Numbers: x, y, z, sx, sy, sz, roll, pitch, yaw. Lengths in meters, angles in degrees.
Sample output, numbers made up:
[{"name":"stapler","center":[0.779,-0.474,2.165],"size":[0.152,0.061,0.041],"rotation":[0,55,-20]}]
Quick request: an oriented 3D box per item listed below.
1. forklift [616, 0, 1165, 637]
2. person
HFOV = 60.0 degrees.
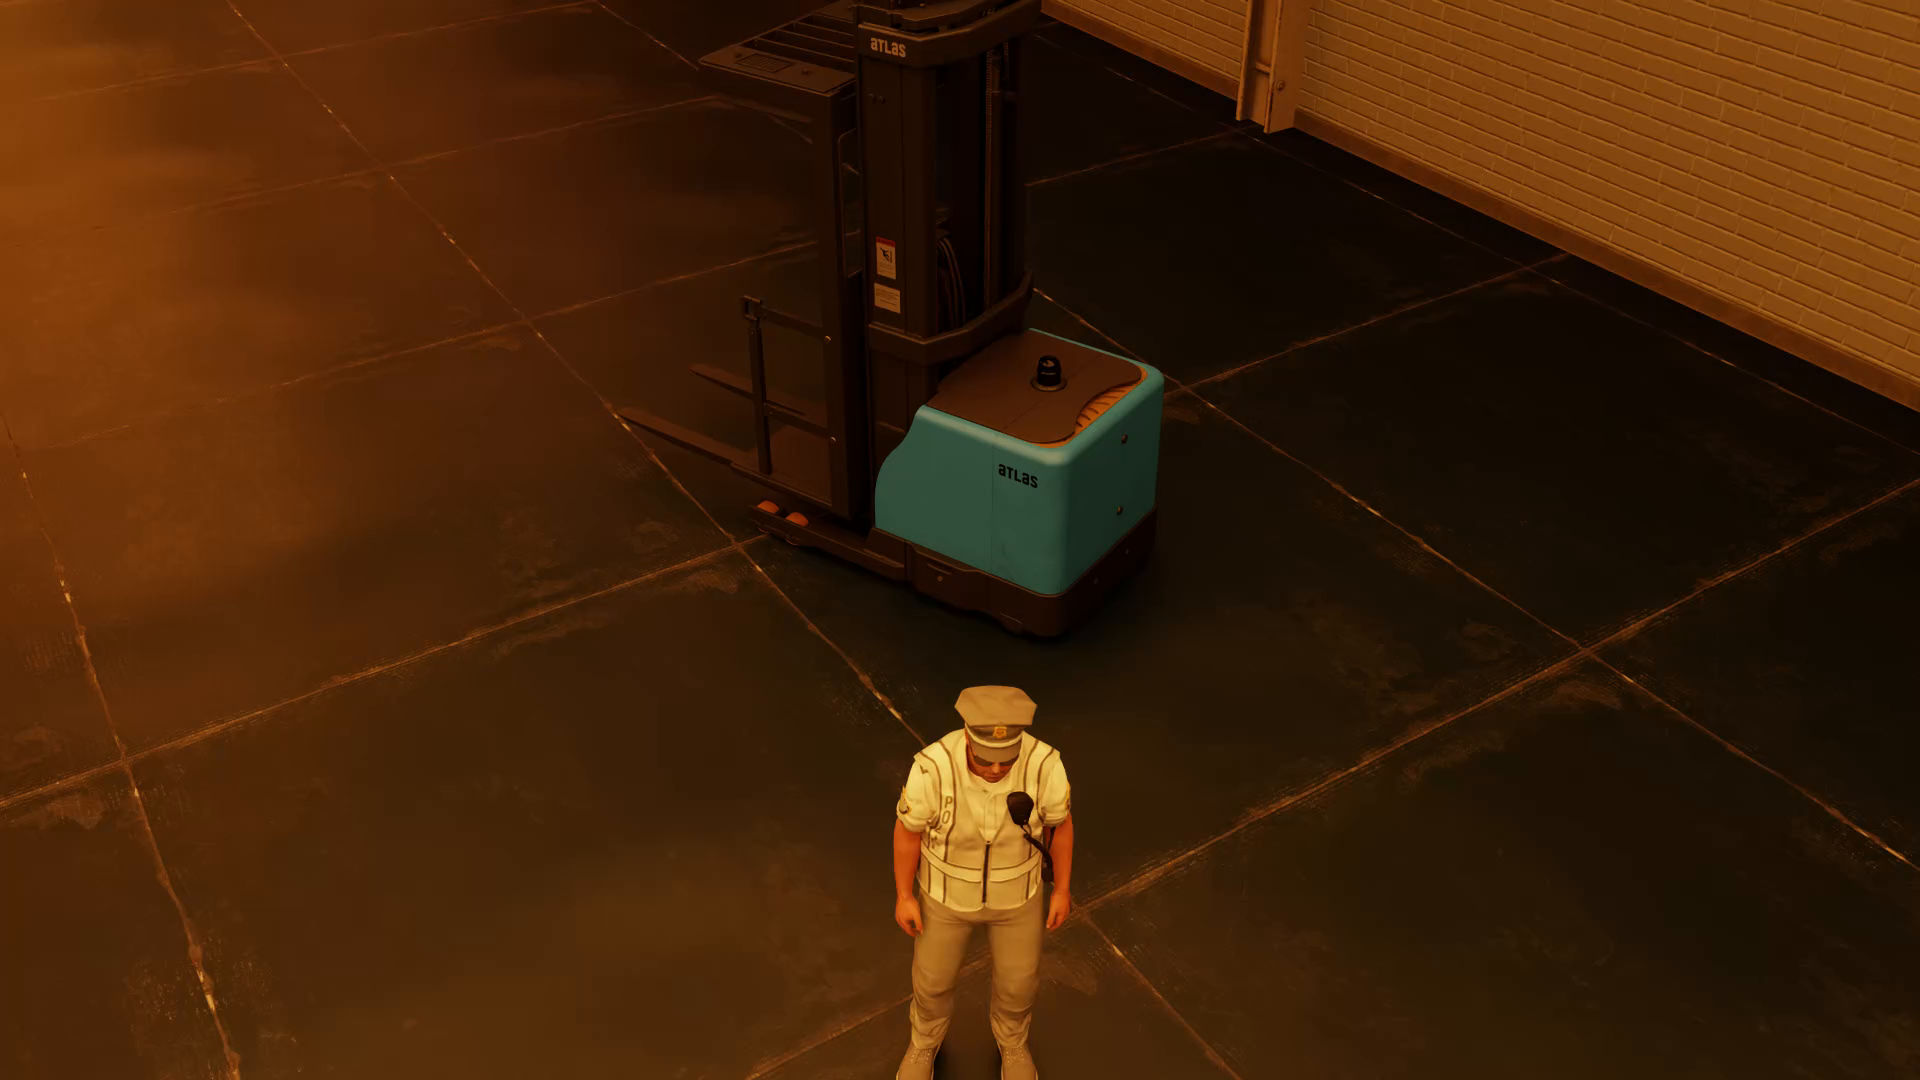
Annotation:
[{"name":"forklift","center":[-0.500,-1.399,8.138],"size":[3.031,2.935,1.130],"rotation":[22,41,28]},{"name":"person","center":[0.070,1.151,5.535],"size":[0.607,1.750,0.437],"rotation":[-2,35,-2]}]
